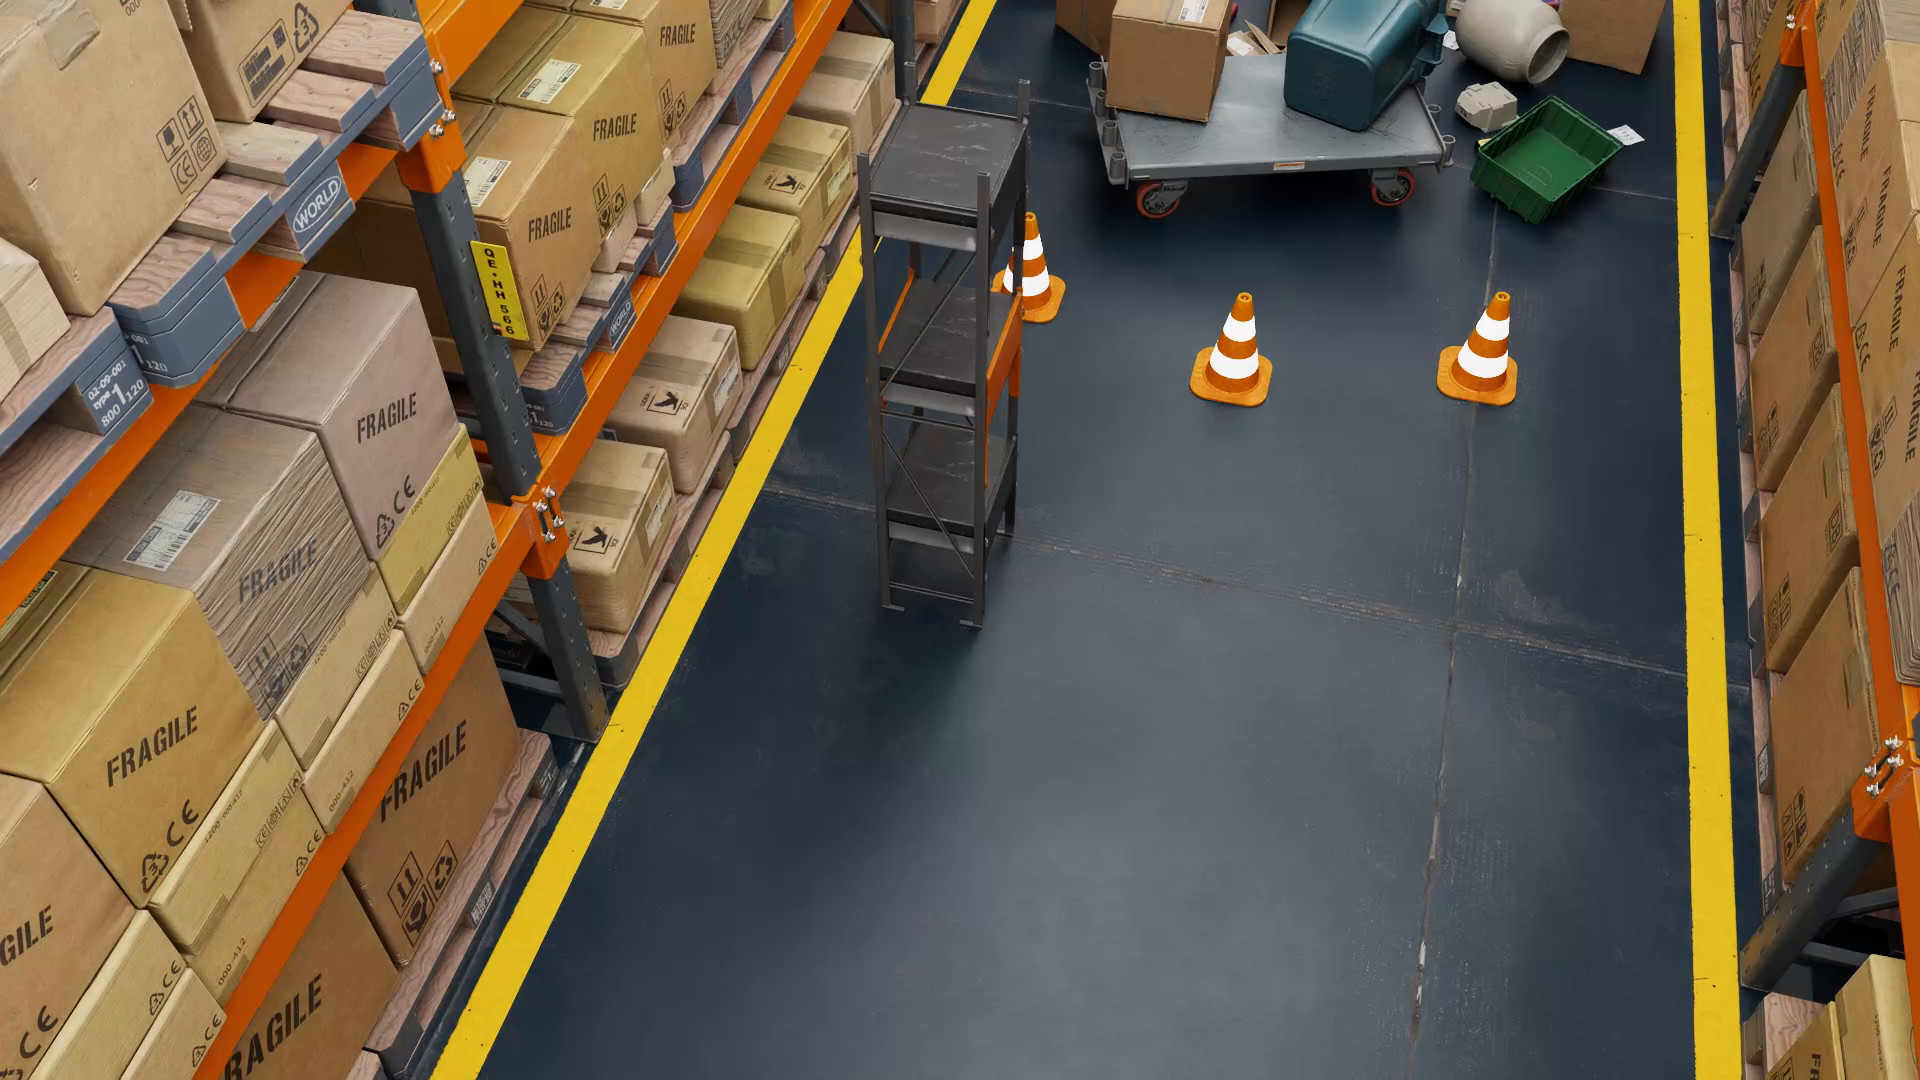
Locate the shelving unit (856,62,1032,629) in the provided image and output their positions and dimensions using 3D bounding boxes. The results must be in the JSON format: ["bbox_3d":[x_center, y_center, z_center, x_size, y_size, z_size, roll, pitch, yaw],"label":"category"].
[{"bbox_3d":[-0.044,-0.575,5.776,0.431,2.100,0.503,12,50,10],"label":"shelving unit"}]

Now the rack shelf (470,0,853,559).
[{"bbox_3d":[-1.250,-1.601,6.561,1.077,0.370,4.000,12,50,10],"label":"rack shelf"}]

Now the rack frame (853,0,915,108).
[{"bbox_3d":[-0.723,-3.286,7.568,1.000,3.000,0.127,12,50,10],"label":"rack frame"}]

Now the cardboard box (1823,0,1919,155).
[{"bbox_3d":[3.548,-1.722,6.122,0.500,0.500,0.500,12,50,10],"label":"cardboard box"}]

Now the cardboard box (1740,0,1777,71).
[{"bbox_3d":[4.545,-2.912,8.375,0.875,0.875,0.875,12,50,10],"label":"cardboard box"}]

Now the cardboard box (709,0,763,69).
[{"bbox_3d":[-1.032,-2.067,5.947,0.500,0.500,0.500,10,49,9],"label":"cardboard box"}]

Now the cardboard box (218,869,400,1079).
[{"bbox_3d":[-2.277,1.299,4.659,0.875,0.875,0.875,12,50,10],"label":"cardboard box"}]

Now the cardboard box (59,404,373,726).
[{"bbox_3d":[-1.787,0.042,3.898,0.500,0.500,0.500,12,50,11],"label":"cardboard box"}]

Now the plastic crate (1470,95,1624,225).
[{"bbox_3d":[2.861,-1.855,8.142,0.662,0.188,0.450,-37,68,-28],"label":"plastic crate"}]

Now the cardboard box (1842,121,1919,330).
[{"bbox_3d":[3.280,-0.994,5.479,0.500,0.500,0.500,12,50,11],"label":"cardboard box"}]

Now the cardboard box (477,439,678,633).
[{"bbox_3d":[-1.618,-0.068,6.201,0.950,0.372,0.625,9,49,7],"label":"cardboard box"}]

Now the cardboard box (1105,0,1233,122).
[{"bbox_3d":[1.002,-2.380,7.930,0.500,0.500,0.500,12,50,10],"label":"cardboard box"}]

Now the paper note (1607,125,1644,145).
[{"bbox_3d":[3.382,-2.065,8.470,0.147,0.020,0.142,-19,51,-16],"label":"paper note"}]

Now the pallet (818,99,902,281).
[{"bbox_3d":[-0.927,-1.799,8.116,1.003,0.211,1.213,12,50,10],"label":"pallet"}]

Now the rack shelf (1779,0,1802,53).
[{"bbox_3d":[4.605,-3.591,8.317,1.077,0.370,4.000,12,50,10],"label":"rack shelf"}]

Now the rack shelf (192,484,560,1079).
[{"bbox_3d":[-2.303,1.292,4.007,1.077,0.370,4.000,12,50,10],"label":"rack shelf"}]

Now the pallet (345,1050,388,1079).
[{"bbox_3d":[-2.380,1.965,4.793,1.003,0.211,1.213,12,50,10],"label":"pallet"}]

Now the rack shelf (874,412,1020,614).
[{"bbox_3d":[-0.044,-0.103,6.311,0.431,0.518,0.480,12,50,10],"label":"rack shelf"}]

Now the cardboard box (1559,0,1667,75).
[{"bbox_3d":[3.497,-2.881,8.876,0.500,0.500,0.500,19,51,16],"label":"cardboard box"}]

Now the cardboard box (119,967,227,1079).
[{"bbox_3d":[-2.033,1.182,3.725,0.500,0.250,0.500,11,49,9],"label":"cardboard box"}]

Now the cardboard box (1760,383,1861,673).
[{"bbox_3d":[3.500,0.061,5.835,1.050,0.750,0.750,12,50,11],"label":"cardboard box"}]

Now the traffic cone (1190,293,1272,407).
[{"bbox_3d":[1.189,-0.866,7.124,0.336,0.463,0.334,12,50,10],"label":"traffic cone"}]

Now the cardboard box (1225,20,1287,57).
[{"bbox_3d":[1.562,-2.547,8.739,0.258,0.266,0.396,-19,51,-16],"label":"cardboard box"}]

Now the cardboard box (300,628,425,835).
[{"bbox_3d":[-1.778,0.447,4.374,0.500,0.250,0.500,12,50,11],"label":"cardboard box"}]

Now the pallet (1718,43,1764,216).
[{"bbox_3d":[4.354,-1.994,8.288,1.003,0.211,1.213,12,50,10],"label":"pallet"}]

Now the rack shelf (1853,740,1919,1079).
[{"bbox_3d":[2.499,2.196,3.210,1.077,0.370,4.000,12,50,10],"label":"rack shelf"}]

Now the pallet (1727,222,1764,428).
[{"bbox_3d":[3.948,-0.886,7.310,1.003,0.211,1.213,12,50,10],"label":"pallet"}]

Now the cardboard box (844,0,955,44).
[{"bbox_3d":[-0.308,-2.888,8.771,0.500,0.250,0.500,10,49,8],"label":"cardboard box"}]

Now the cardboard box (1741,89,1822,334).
[{"bbox_3d":[4.002,-1.310,7.045,1.050,0.750,0.750,11,50,10],"label":"cardboard box"}]

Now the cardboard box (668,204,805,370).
[{"bbox_3d":[-1.226,-1.151,7.157,0.950,0.372,0.625,13,50,11],"label":"cardboard box"}]

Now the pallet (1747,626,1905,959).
[{"bbox_3d":[3.306,0.879,5.753,1.003,0.211,1.213,12,50,10],"label":"pallet"}]

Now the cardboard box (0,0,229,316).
[{"bbox_3d":[-1.854,-0.803,3.030,0.700,0.500,0.500,9,49,8],"label":"cardboard box"}]

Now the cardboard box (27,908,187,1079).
[{"bbox_3d":[-2.041,1.014,3.540,0.500,0.250,0.500,10,49,9],"label":"cardboard box"}]

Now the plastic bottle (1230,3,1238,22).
[{"bbox_3d":[1.425,-2.877,9.167,0.133,0.061,0.283,19,51,16],"label":"plastic bottle"}]

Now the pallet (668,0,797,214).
[{"bbox_3d":[-1.295,-1.769,6.357,1.003,0.211,1.213,12,50,10],"label":"pallet"}]

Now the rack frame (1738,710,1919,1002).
[{"bbox_3d":[3.026,0.511,4.217,1.000,3.000,0.127,12,50,10],"label":"rack frame"}]

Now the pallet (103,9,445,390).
[{"bbox_3d":[-1.895,-0.846,3.540,1.213,0.211,1.003,14,50,12],"label":"pallet"}]

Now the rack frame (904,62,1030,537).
[{"bbox_3d":[0.021,-0.752,5.932,0.400,2.100,0.015,12,50,10],"label":"rack frame"}]

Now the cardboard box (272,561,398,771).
[{"bbox_3d":[-1.790,0.264,4.202,0.500,0.250,0.500,10,49,9],"label":"cardboard box"}]

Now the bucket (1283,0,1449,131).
[{"bbox_3d":[1.890,-2.355,7.916,0.726,0.611,0.620,28,64,22],"label":"bucket"}]

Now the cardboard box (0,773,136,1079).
[{"bbox_3d":[-2.064,0.765,3.260,0.500,0.500,0.500,11,49,9],"label":"cardboard box"}]

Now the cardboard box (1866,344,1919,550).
[{"bbox_3d":[3.018,-0.261,4.832,0.500,0.500,0.500,12,50,10],"label":"cardboard box"}]

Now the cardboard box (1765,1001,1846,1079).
[{"bbox_3d":[2.594,1.661,4.589,0.500,0.500,0.500,10,49,8],"label":"cardboard box"}]

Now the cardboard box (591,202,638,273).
[{"bbox_3d":[-1.288,-1.033,5.468,0.380,0.149,0.250,9,49,8],"label":"cardboard box"}]

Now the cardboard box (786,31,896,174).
[{"bbox_3d":[-0.859,-2.175,8.061,0.950,0.372,0.625,12,50,11],"label":"cardboard box"}]

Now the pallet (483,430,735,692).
[{"bbox_3d":[-1.569,-0.035,6.559,1.003,0.211,1.213,12,50,10],"label":"pallet"}]

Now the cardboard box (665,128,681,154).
[{"bbox_3d":[-1.208,-1.418,5.807,0.380,0.149,0.250,14,50,12],"label":"cardboard box"}]

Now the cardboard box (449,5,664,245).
[{"bbox_3d":[-1.304,-1.321,5.289,0.500,0.500,0.500,14,50,12],"label":"cardboard box"}]

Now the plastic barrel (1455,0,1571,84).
[{"bbox_3d":[2.897,-2.653,8.728,0.421,0.421,0.512,-27,54,-22],"label":"plastic barrel"}]

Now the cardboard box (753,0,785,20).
[{"bbox_3d":[-0.875,-2.180,6.479,0.380,0.149,0.250,12,50,10],"label":"cardboard box"}]

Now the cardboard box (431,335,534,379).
[{"bbox_3d":[-1.511,-0.647,5.126,0.380,0.149,0.250,9,49,8],"label":"cardboard box"}]

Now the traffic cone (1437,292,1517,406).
[{"bbox_3d":[2.269,-0.870,7.128,0.336,0.463,0.334,12,50,10],"label":"traffic cone"}]
